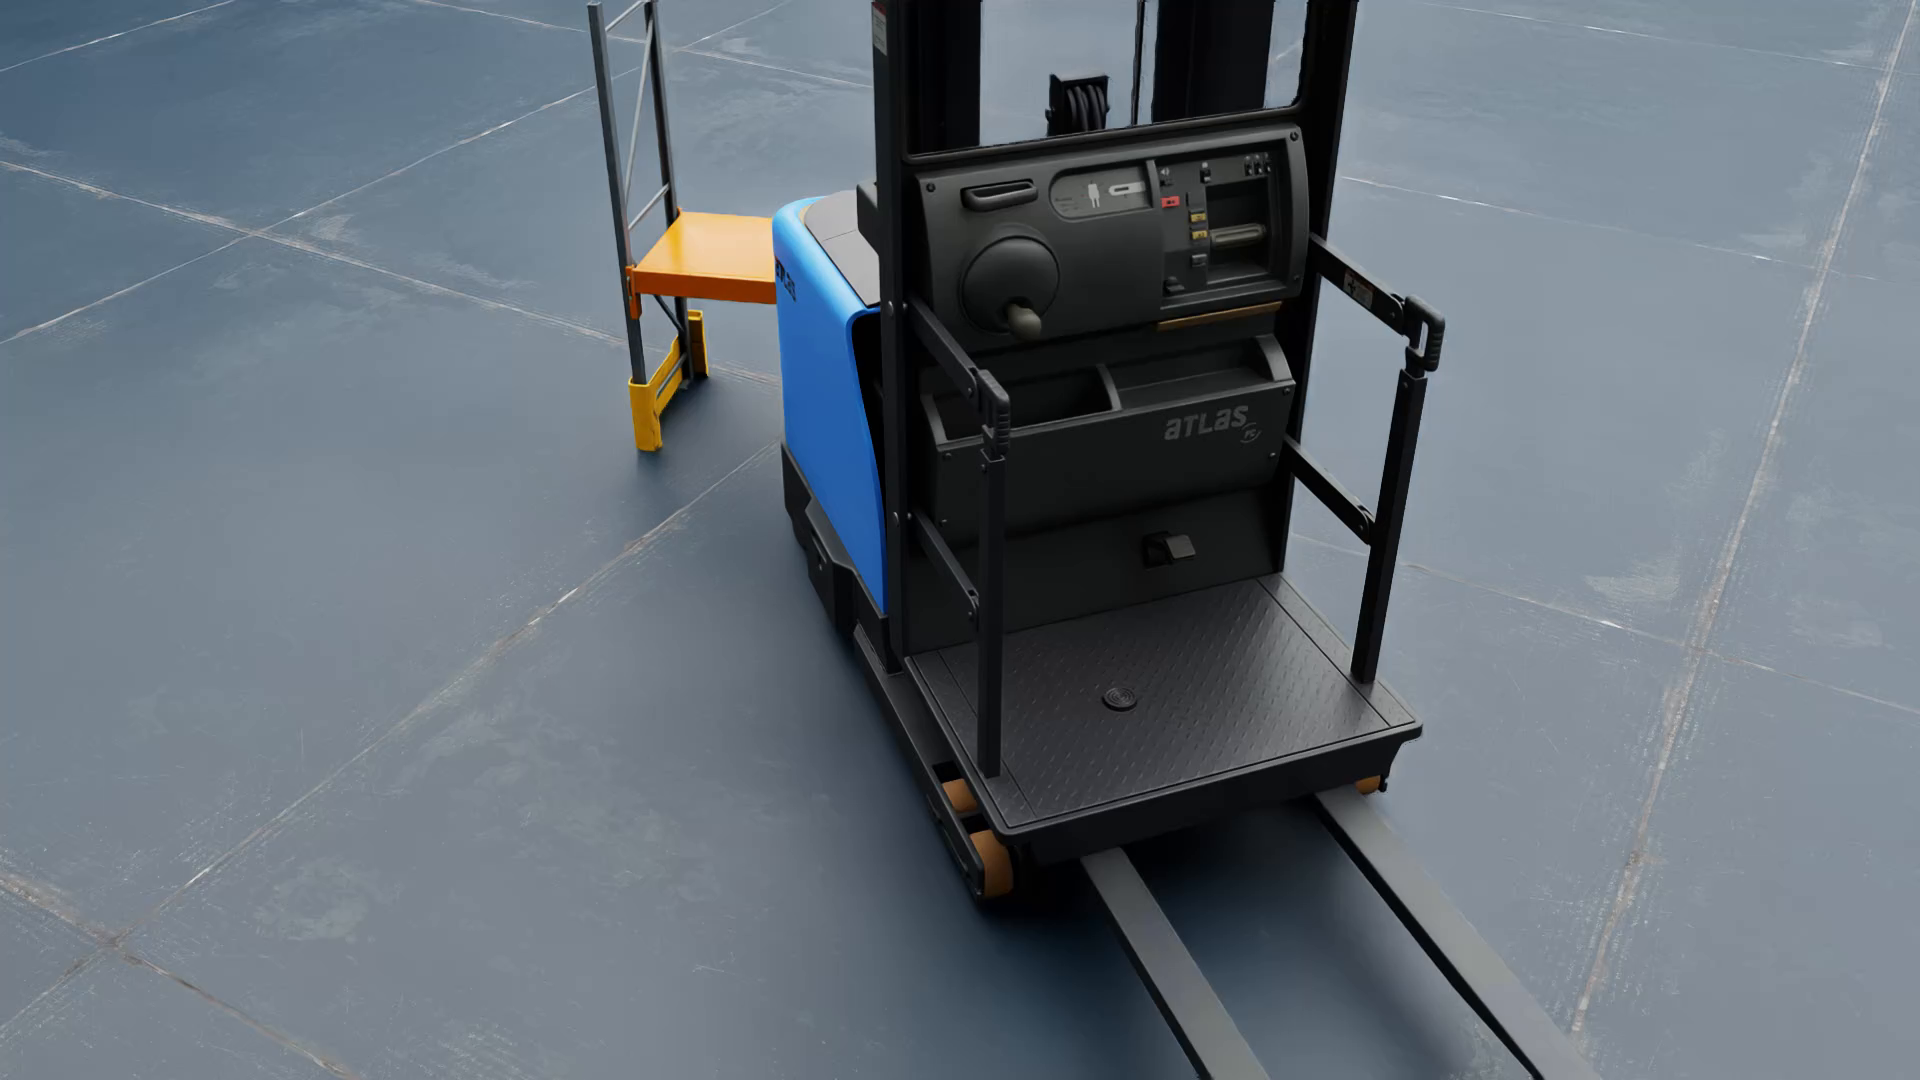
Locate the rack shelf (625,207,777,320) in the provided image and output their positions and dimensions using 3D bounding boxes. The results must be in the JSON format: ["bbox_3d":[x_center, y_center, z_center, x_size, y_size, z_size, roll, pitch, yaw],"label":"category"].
[{"bbox_3d":[-0.545,-0.894,5.564,1.000,0.185,0.538,6,34,9],"label":"rack shelf"}]

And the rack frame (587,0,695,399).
[{"bbox_3d":[-1.044,-1.096,5.542,0.032,1.500,0.500,6,34,9],"label":"rack frame"}]

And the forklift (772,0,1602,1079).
[{"bbox_3d":[0.435,-0.626,3.546,1.130,2.935,3.031,-12,35,-17],"label":"forklift"}]

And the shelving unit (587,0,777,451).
[{"bbox_3d":[-0.536,-1.043,5.463,1.083,1.500,0.587,6,34,9],"label":"shelving unit"}]

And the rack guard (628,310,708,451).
[{"bbox_3d":[-1.025,-0.573,5.886,0.087,0.250,0.587,6,34,9],"label":"rack guard"}]
